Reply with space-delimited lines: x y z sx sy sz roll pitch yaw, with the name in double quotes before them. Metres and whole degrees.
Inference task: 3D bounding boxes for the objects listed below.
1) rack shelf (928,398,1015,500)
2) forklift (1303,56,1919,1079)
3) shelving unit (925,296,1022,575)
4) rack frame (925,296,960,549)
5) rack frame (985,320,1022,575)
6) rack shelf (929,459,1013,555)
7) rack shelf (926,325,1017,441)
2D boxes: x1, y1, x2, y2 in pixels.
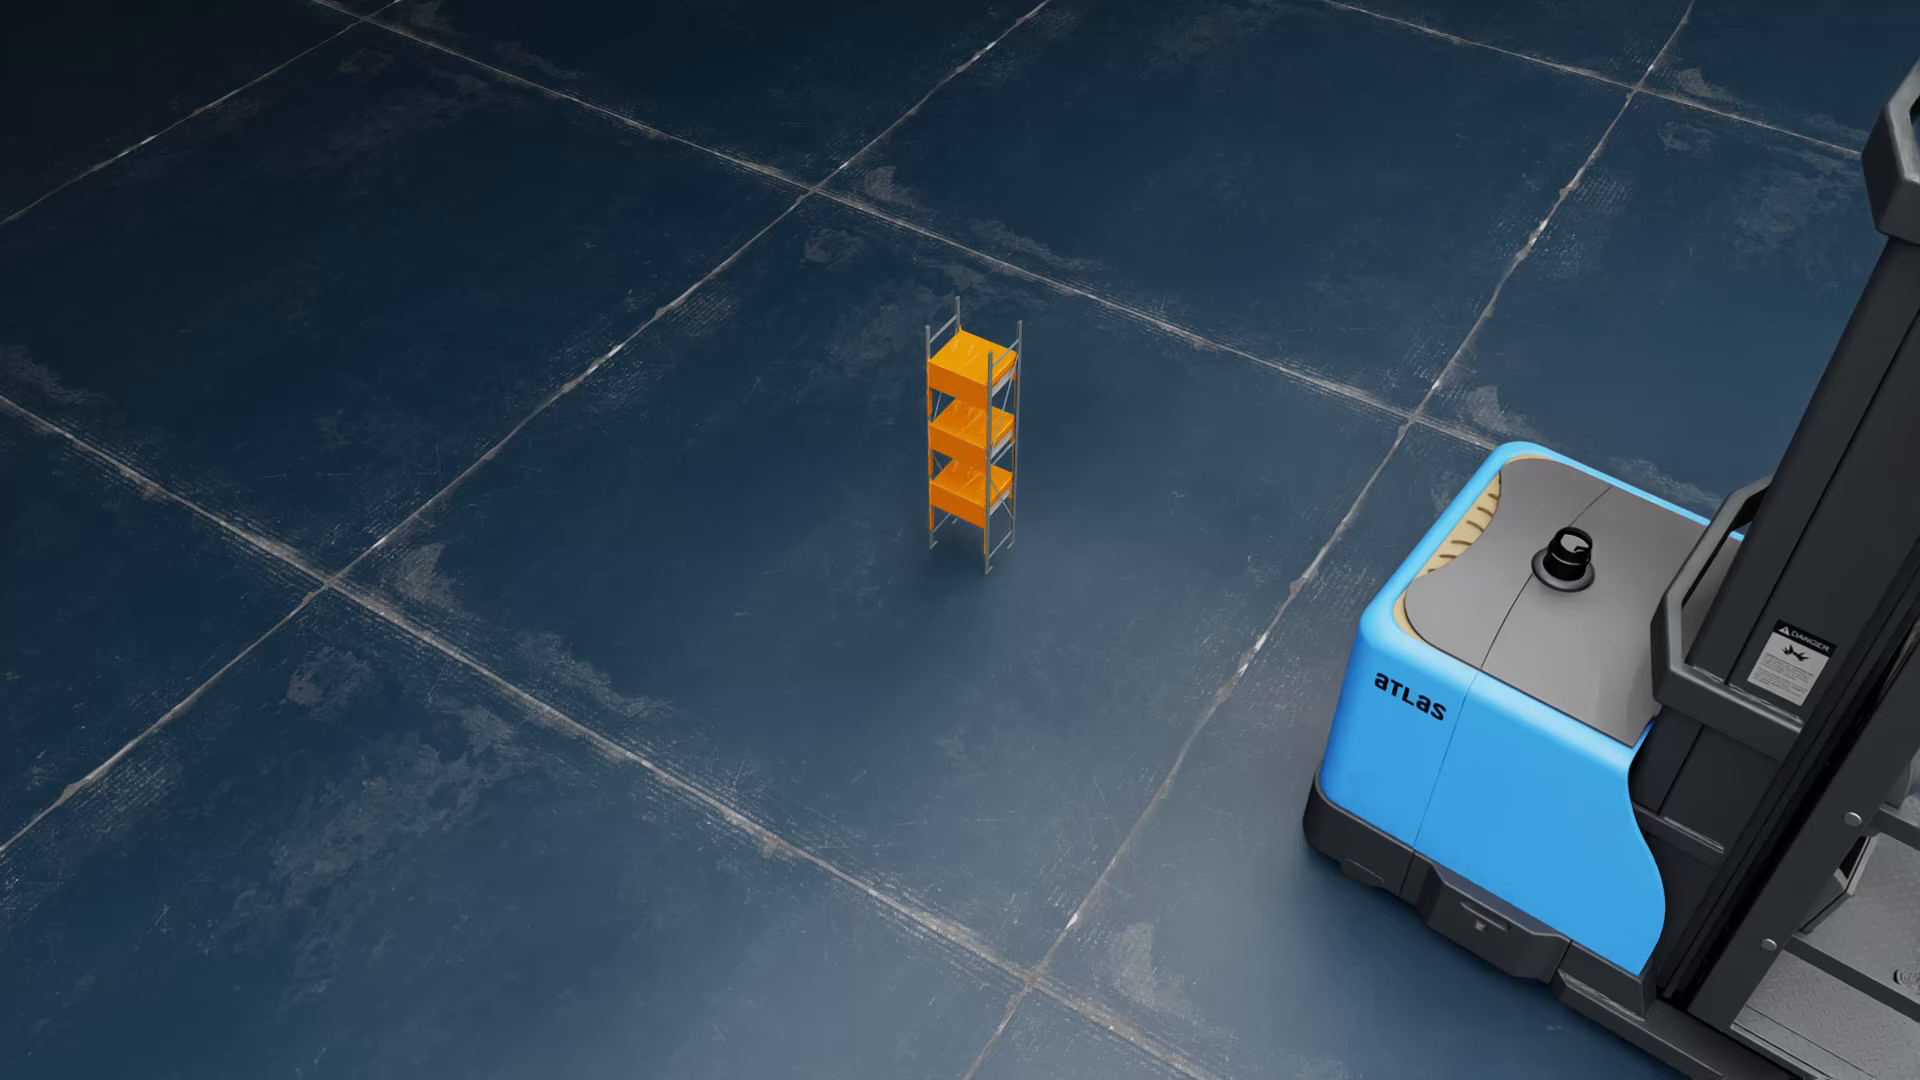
"rack shelf" 0.045 -0.338 5.861 0.240 0.259 0.215 25 51 22
"forklift" 2.561 0.321 3.894 3.031 2.935 1.130 29 52 25
"shelving unit" 0.045 -0.345 5.853 0.252 1.050 0.215 25 51 22
"rack frame" -0.058 -0.392 5.899 0.008 1.050 0.200 25 51 22
"rack frame" 0.148 -0.298 5.807 0.008 1.050 0.200 25 51 22
"rack shelf" 0.045 -0.144 6.060 0.240 0.259 0.215 25 51 22
"rack shelf" 0.045 -0.536 5.657 0.240 0.259 0.215 25 51 22
